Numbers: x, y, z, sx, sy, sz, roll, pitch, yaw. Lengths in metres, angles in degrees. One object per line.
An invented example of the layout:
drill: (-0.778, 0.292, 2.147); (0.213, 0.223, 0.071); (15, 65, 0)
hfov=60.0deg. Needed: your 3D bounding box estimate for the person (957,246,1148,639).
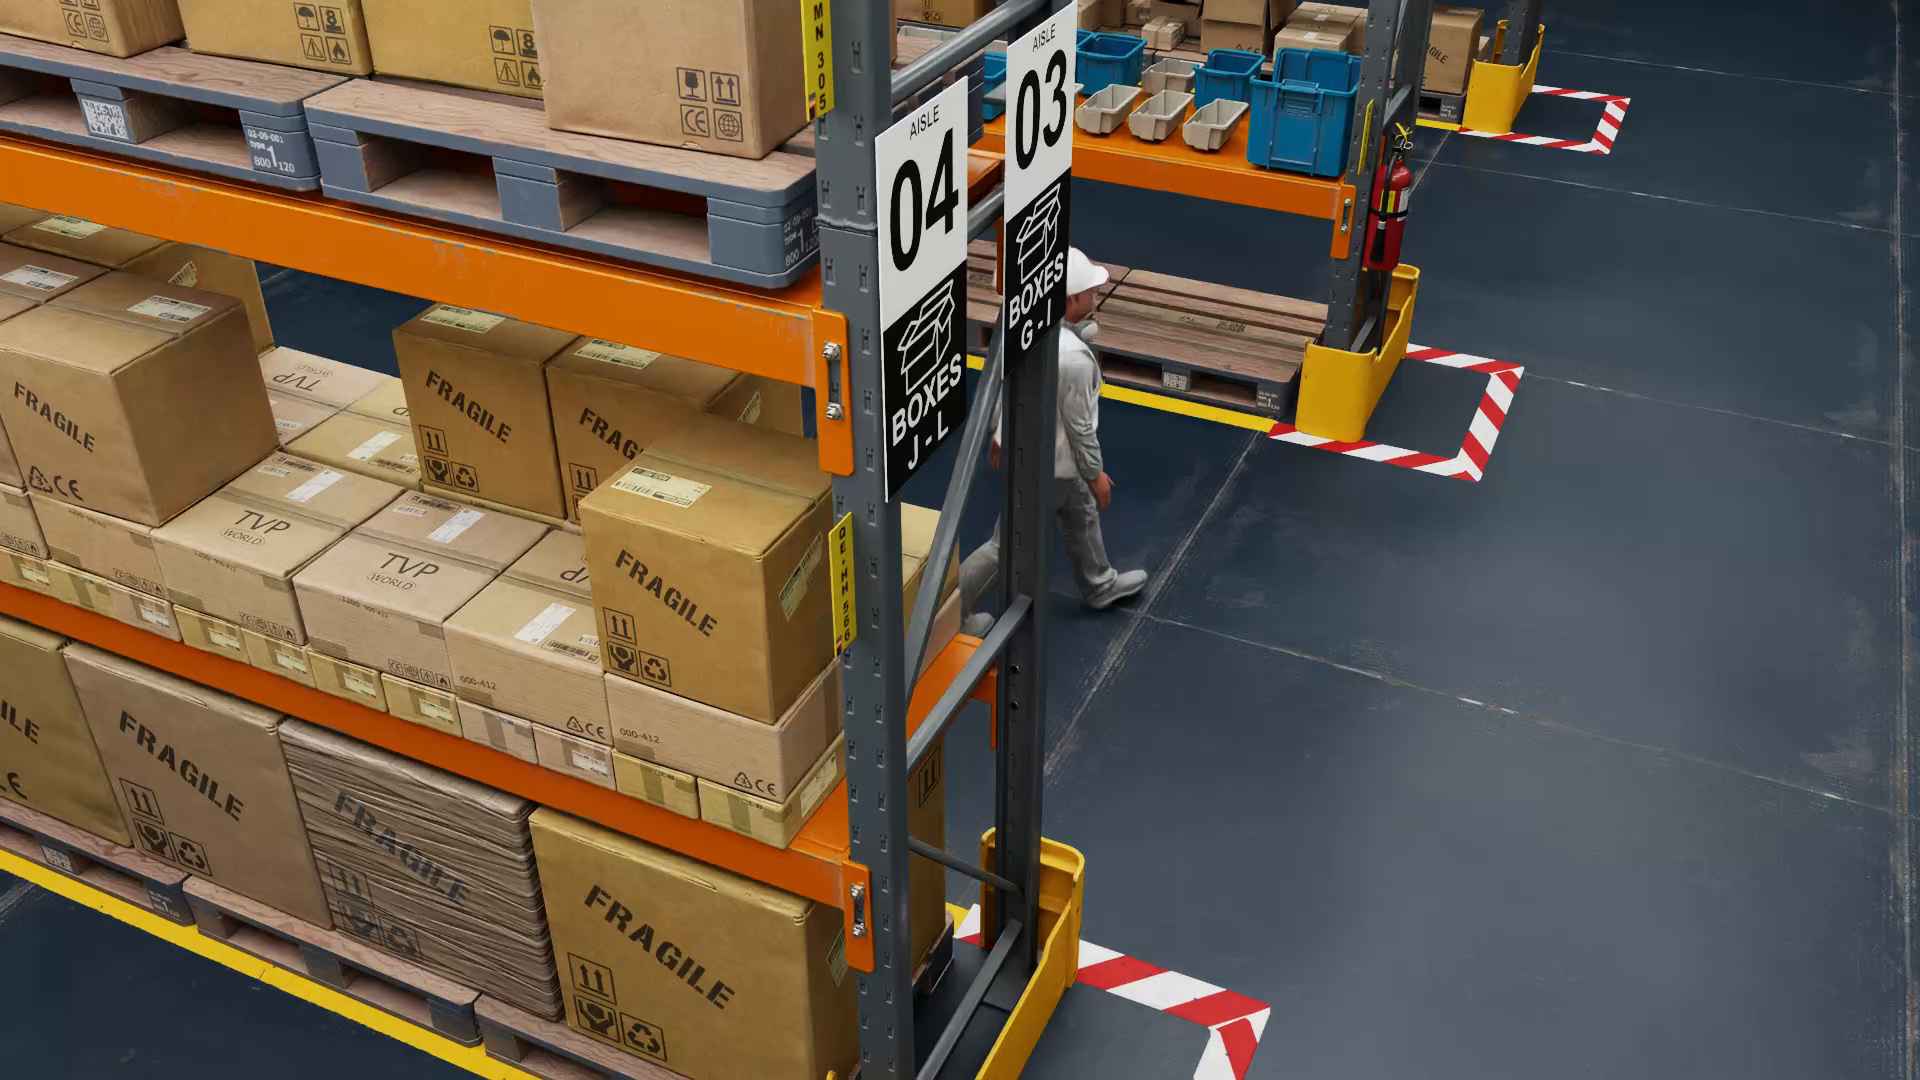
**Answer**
person: (0.354, -0.351, 6.670); (1.056, 1.724, 0.561); (-9, 35, -13)
